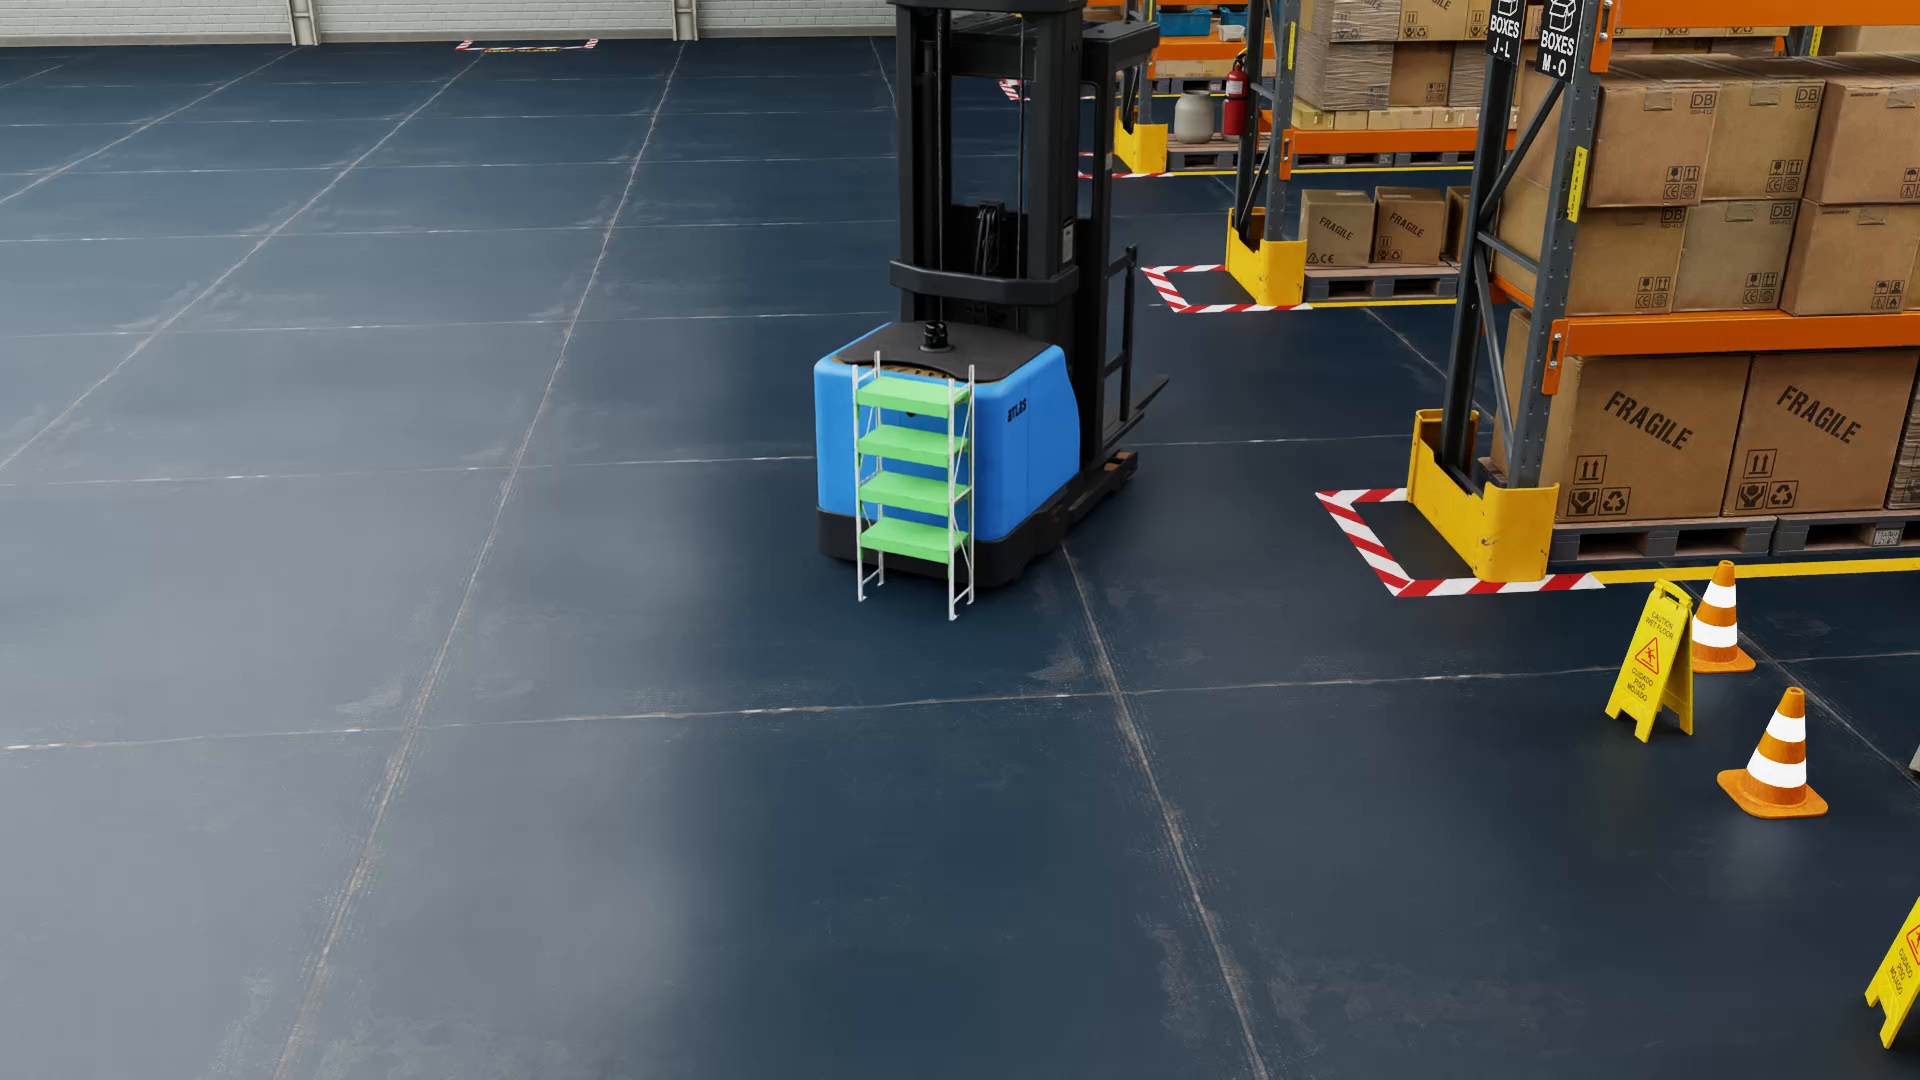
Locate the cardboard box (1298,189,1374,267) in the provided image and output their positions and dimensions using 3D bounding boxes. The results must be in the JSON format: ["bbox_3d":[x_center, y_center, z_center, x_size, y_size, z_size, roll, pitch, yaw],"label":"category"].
[{"bbox_3d":[2.971,-2.475,13.185,0.500,0.500,0.500,2,24,5],"label":"cardboard box"}]

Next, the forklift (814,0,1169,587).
[{"bbox_3d":[0.367,-1.676,8.911,1.130,2.935,3.031,11,26,23],"label":"forklift"}]

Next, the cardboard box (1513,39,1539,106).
[{"bbox_3d":[4.384,-3.685,12.859,0.500,0.500,0.875,-2,24,-5],"label":"cardboard box"}]

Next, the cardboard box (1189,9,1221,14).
[{"bbox_3d":[3.374,-6.896,22.517,0.500,0.500,0.500,-2,24,-5],"label":"cardboard box"}]

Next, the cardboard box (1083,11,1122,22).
[{"bbox_3d":[1.882,-6.831,22.370,0.500,0.500,0.500,-2,24,-5],"label":"cardboard box"}]

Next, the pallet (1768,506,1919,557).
[{"bbox_3d":[4.734,-0.235,9.018,1.213,0.211,1.003,-2,24,-5],"label":"pallet"}]

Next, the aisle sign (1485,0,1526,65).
[{"bbox_3d":[2.635,-2.704,7.940,0.004,0.787,0.394,-2,24,-5],"label":"aisle sign"}]

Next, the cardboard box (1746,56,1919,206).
[{"bbox_3d":[4.217,-1.986,8.010,0.550,0.550,0.875,-2,24,-5],"label":"cardboard box"}]

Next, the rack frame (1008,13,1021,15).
[{"bbox_3d":[0.887,-9.413,26.235,0.127,3.000,1.000,-2,24,-5],"label":"rack frame"}]

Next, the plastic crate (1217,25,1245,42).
[{"bbox_3d":[2.783,-5.194,17.067,0.250,0.136,0.298,-2,24,-5],"label":"plastic crate"}]

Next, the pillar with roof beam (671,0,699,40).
[{"bbox_3d":[-4.049,-10.552,21.412,0.400,9.000,9.100,-2,24,-5],"label":"pillar with roof beam"}]

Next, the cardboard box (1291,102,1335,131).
[{"bbox_3d":[2.655,-3.207,12.581,0.250,0.149,0.380,-2,24,-5],"label":"cardboard box"}]

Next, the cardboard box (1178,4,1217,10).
[{"bbox_3d":[3.839,-8.574,26.883,0.500,0.500,0.500,-4,24,-9],"label":"cardboard box"}]

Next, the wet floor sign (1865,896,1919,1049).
[{"bbox_3d":[3.028,1.250,5.144,0.232,0.644,0.267,6,25,13],"label":"wet floor sign"}]

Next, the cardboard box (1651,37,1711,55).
[{"bbox_3d":[5.374,-3.749,13.003,0.500,0.500,0.875,-2,24,-5],"label":"cardboard box"}]

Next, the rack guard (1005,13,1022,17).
[{"bbox_3d":[0.963,-8.274,26.749,0.348,0.500,1.175,-2,24,-5],"label":"rack guard"}]

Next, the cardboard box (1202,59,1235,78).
[{"bbox_3d":[3.426,-6.337,22.183,0.500,0.250,0.500,-2,24,-5],"label":"cardboard box"}]

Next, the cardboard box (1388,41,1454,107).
[{"bbox_3d":[3.384,-3.668,12.819,0.500,0.500,0.875,-2,24,-5],"label":"cardboard box"}]

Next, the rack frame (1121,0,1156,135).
[{"bbox_3d":[1.861,-5.409,17.226,0.127,3.000,1.000,-2,24,-5],"label":"rack frame"}]

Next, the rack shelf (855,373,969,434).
[{"bbox_3d":[-0.213,-0.631,7.667,0.480,0.148,0.258,11,26,23],"label":"rack shelf"}]

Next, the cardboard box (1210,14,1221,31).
[{"bbox_3d":[3.426,-6.679,22.029,0.500,0.500,0.500,-2,24,-5],"label":"cardboard box"}]

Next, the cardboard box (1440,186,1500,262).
[{"bbox_3d":[4.187,-2.530,13.309,0.500,0.500,0.500,0,24,0],"label":"cardboard box"}]

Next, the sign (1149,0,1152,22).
[{"bbox_3d":[1.911,-5.313,16.669,0.005,0.325,0.100,-2,24,-5],"label":"sign"}]

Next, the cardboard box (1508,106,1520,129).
[{"bbox_3d":[4.157,-3.228,12.628,0.250,0.149,0.380,-2,24,-5],"label":"cardboard box"}]

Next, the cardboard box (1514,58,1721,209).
[{"bbox_3d":[3.108,-1.959,7.950,0.550,0.550,0.875,-2,24,-5],"label":"cardboard box"}]

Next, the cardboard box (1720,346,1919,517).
[{"bbox_3d":[4.279,-0.709,8.750,0.875,0.875,0.875,-3,24,-6],"label":"cardboard box"}]

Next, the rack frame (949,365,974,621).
[{"bbox_3d":[0.008,-0.208,7.741,0.015,1.200,0.240,11,26,23],"label":"rack frame"}]

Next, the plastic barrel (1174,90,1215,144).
[{"bbox_3d":[2.509,-4.521,17.774,0.421,0.512,0.421,0,24,0],"label":"plastic barrel"}]

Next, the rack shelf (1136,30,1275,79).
[{"bbox_3d":[3.851,-5.160,17.551,4.000,0.370,1.077,-2,24,-5],"label":"rack shelf"}]

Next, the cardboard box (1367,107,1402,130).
[{"bbox_3d":[3.156,-3.213,12.595,0.250,0.149,0.380,-2,24,-5],"label":"cardboard box"}]

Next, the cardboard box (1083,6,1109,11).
[{"bbox_3d":[2.152,-8.399,26.723,0.500,0.311,0.500,0,24,-1],"label":"cardboard box"}]

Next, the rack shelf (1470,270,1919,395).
[{"bbox_3d":[4.725,-1.149,8.528,4.000,0.370,1.077,-2,24,-5],"label":"rack shelf"}]

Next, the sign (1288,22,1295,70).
[{"bbox_3d":[2.401,-3.583,12.052,0.005,0.325,0.100,-2,24,-5],"label":"sign"}]

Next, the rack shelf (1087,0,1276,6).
[{"bbox_3d":[3.368,-7.162,22.056,4.000,0.370,1.077,-2,24,-5],"label":"rack shelf"}]

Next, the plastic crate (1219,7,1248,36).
[{"bbox_3d":[2.977,-5.505,17.626,0.408,0.251,0.499,-2,24,-5],"label":"plastic crate"}]

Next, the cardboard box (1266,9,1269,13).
[{"bbox_3d":[4.370,-6.934,22.602,0.500,0.500,0.500,-2,24,-5],"label":"cardboard box"}]

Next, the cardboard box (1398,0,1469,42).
[{"bbox_3d":[3.420,-3.974,12.278,0.500,0.500,0.500,-2,24,-5],"label":"cardboard box"}]

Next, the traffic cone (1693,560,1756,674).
[{"bbox_3d":[3.403,0.314,7.474,0.334,0.463,0.336,-2,24,-5],"label":"traffic cone"}]

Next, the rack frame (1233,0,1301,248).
[{"bbox_3d":[2.348,-3.407,12.721,0.127,3.000,1.000,-2,24,-5],"label":"rack frame"}]

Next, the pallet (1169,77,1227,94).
[{"bbox_3d":[3.346,-6.232,22.510,1.213,0.211,1.003,-2,24,-5],"label":"pallet"}]

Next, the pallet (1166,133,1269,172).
[{"bbox_3d":[2.741,-4.187,17.910,1.213,0.211,1.003,-2,24,-5],"label":"pallet"}]

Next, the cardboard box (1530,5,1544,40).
[{"bbox_3d":[4.415,-4.017,12.374,0.500,0.500,0.500,-2,24,-5],"label":"cardboard box"}]

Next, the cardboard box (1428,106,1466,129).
[{"bbox_3d":[3.652,-3.239,12.652,0.250,0.149,0.380,-2,24,-5],"label":"cardboard box"}]

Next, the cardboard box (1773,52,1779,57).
[{"bbox_3d":[10.840,-6.733,22.741,0.500,0.500,0.500,-3,24,-6],"label":"cardboard box"}]

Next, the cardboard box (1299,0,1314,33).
[{"bbox_3d":[2.871,-4.167,12.712,0.500,0.500,0.500,-2,24,-5],"label":"cardboard box"}]

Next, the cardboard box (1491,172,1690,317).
[{"bbox_3d":[3.100,-1.500,8.246,0.550,0.550,0.875,-2,24,-5],"label":"cardboard box"}]

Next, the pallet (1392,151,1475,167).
[{"bbox_3d":[5.169,-4.284,18.129,1.213,0.211,1.003,-2,24,-5],"label":"pallet"}]

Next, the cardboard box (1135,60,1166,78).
[{"bbox_3d":[2.431,-6.299,22.098,0.500,0.250,0.500,-2,24,-5],"label":"cardboard box"}]

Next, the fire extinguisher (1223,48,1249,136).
[{"bbox_3d":[2.189,-3.553,13.146,0.183,0.674,0.296,-2,24,-5],"label":"fire extinguisher"}]

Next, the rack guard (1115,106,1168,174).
[{"bbox_3d":[1.932,-4.288,17.783,0.348,0.500,1.175,-2,24,-5],"label":"rack guard"}]

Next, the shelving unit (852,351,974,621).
[{"bbox_3d":[-0.213,-0.250,7.836,0.503,1.200,0.258,11,26,23],"label":"shelving unit"}]

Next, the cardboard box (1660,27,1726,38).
[{"bbox_3d":[5.410,-4.055,12.460,0.500,0.500,0.500,-2,24,-5],"label":"cardboard box"}]

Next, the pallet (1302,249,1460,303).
[{"bbox_3d":[3.235,-2.154,13.335,1.213,0.211,1.003,-2,24,-5],"label":"pallet"}]

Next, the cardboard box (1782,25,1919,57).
[{"bbox_3d":[7.133,-4.008,12.818,1.000,1.000,1.000,-2,24,-5],"label":"cardboard box"}]

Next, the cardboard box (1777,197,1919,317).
[{"bbox_3d":[4.214,-1.502,8.251,0.550,0.550,0.875,-2,24,-5],"label":"cardboard box"}]

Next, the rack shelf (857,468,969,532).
[{"bbox_3d":[-0.213,-0.192,7.862,0.480,0.148,0.258,11,26,23],"label":"rack shelf"}]
